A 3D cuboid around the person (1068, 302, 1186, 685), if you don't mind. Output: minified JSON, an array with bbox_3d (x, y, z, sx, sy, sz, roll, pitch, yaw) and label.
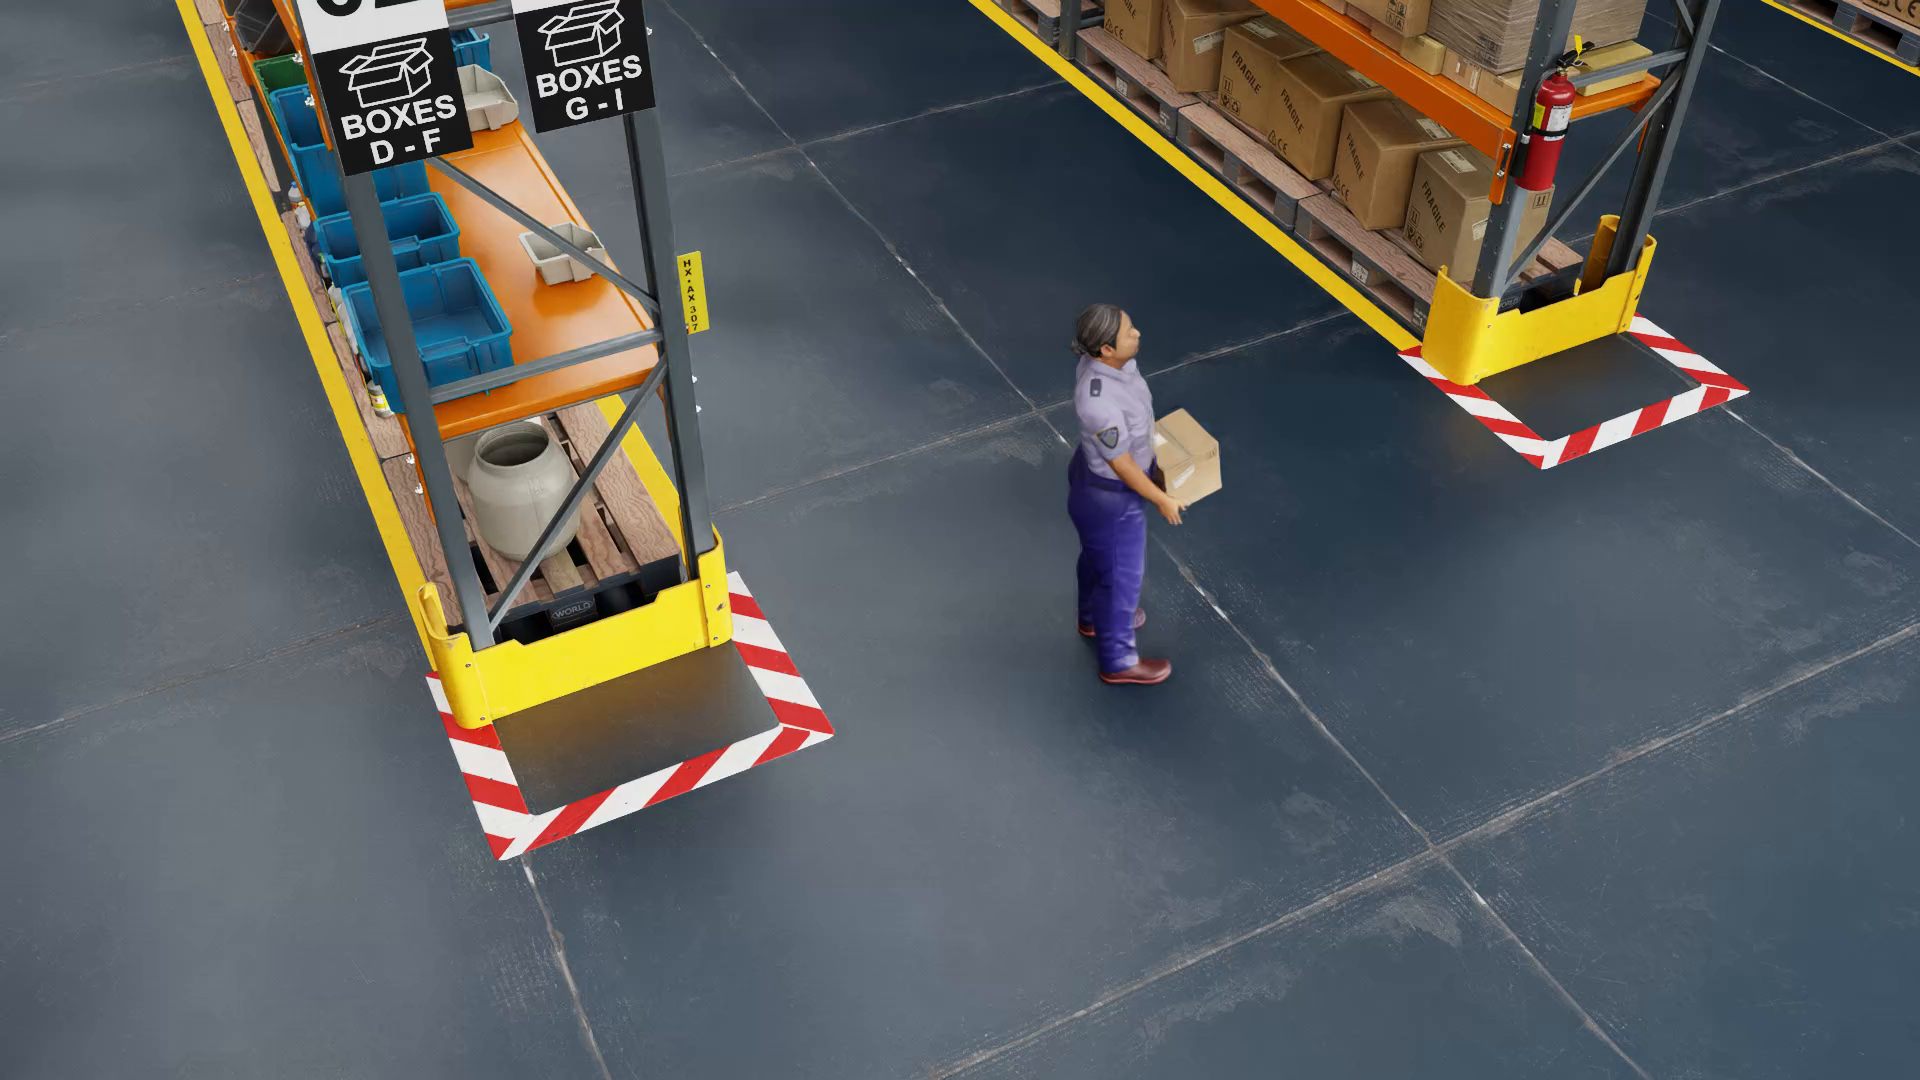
[{"bbox_3d":[0.635,-0.190,6.377,0.478,1.648,0.505,3,42,3],"label":"person"}]
